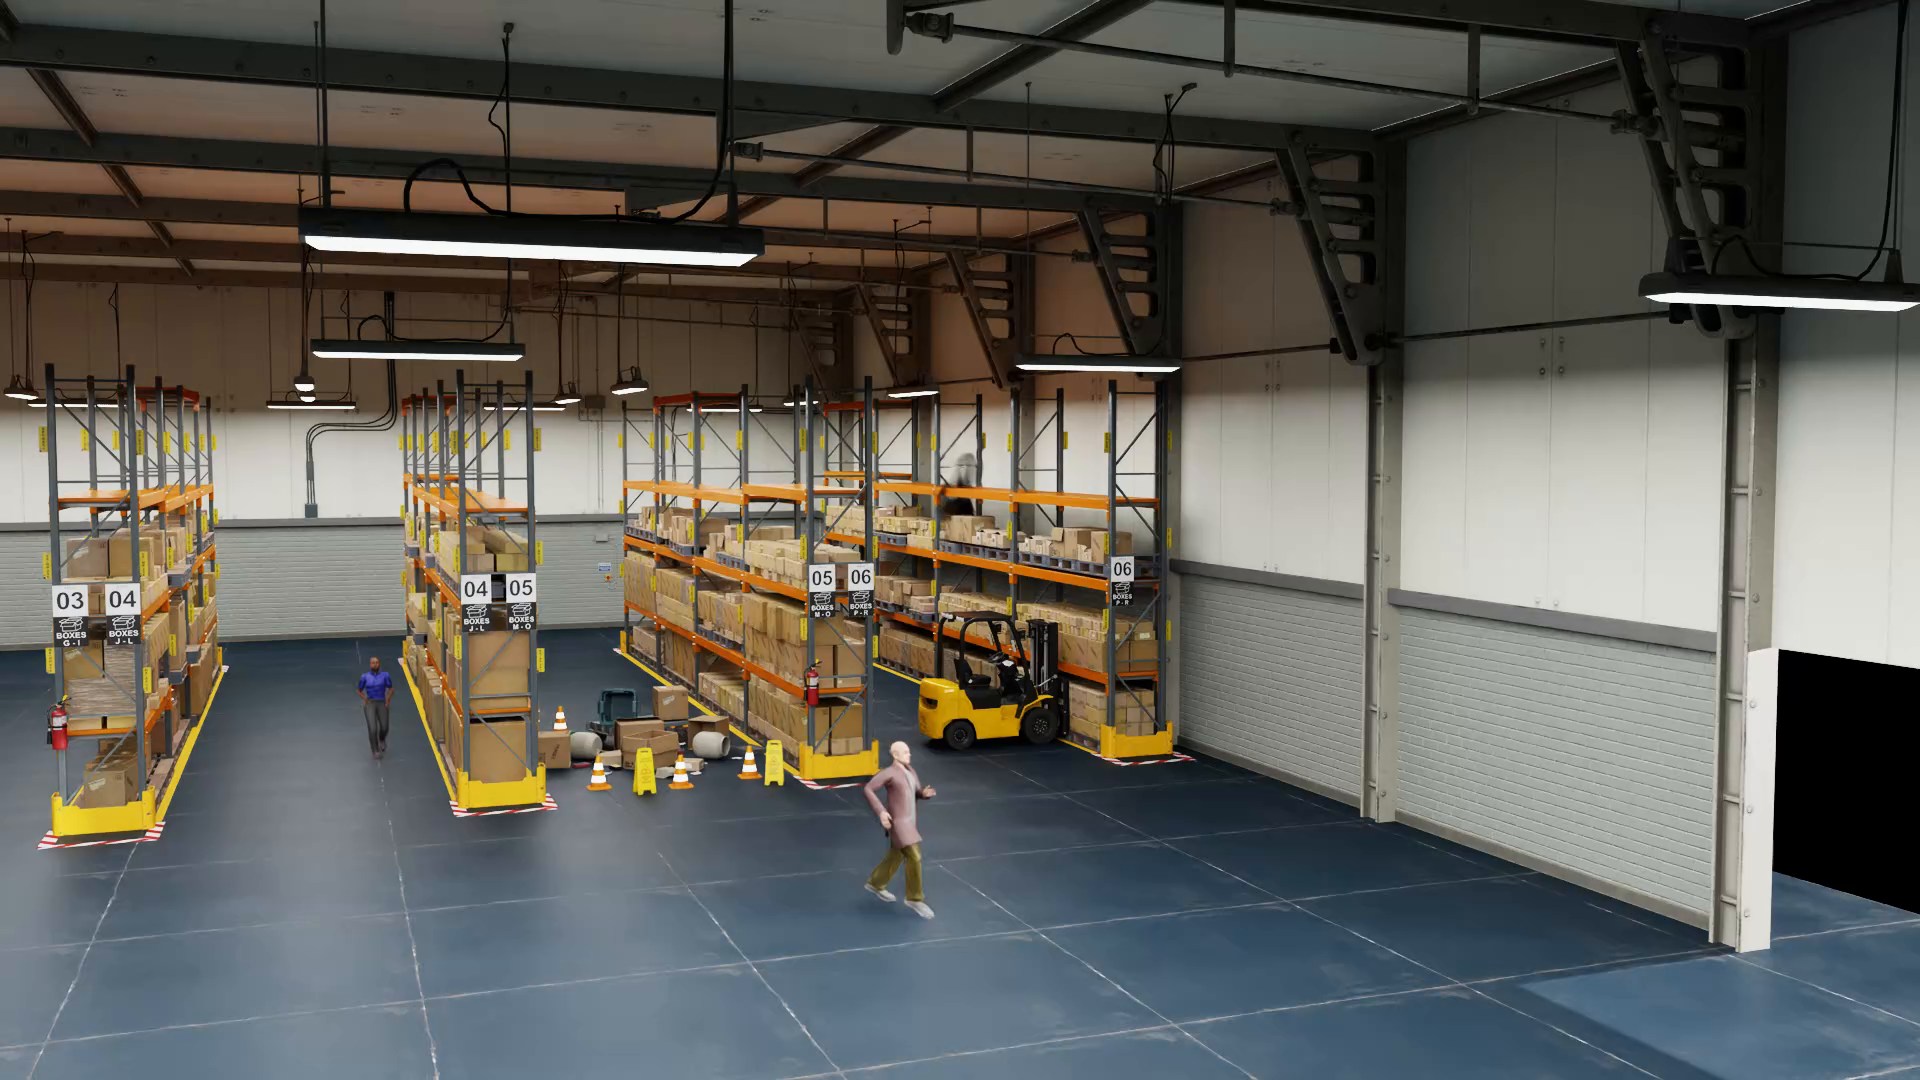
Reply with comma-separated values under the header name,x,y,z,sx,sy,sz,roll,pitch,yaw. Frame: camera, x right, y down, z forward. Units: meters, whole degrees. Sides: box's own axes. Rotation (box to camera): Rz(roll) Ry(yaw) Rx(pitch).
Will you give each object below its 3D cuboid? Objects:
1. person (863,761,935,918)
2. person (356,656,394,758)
name,x,y,z,sx,sy,sz,roll,pitch,yaw
person,-0.646,3.168,17.766,0.898,1.629,0.680,1,4,23
person,-9.287,2.657,26.441,0.572,1.595,0.578,-1,4,-23
